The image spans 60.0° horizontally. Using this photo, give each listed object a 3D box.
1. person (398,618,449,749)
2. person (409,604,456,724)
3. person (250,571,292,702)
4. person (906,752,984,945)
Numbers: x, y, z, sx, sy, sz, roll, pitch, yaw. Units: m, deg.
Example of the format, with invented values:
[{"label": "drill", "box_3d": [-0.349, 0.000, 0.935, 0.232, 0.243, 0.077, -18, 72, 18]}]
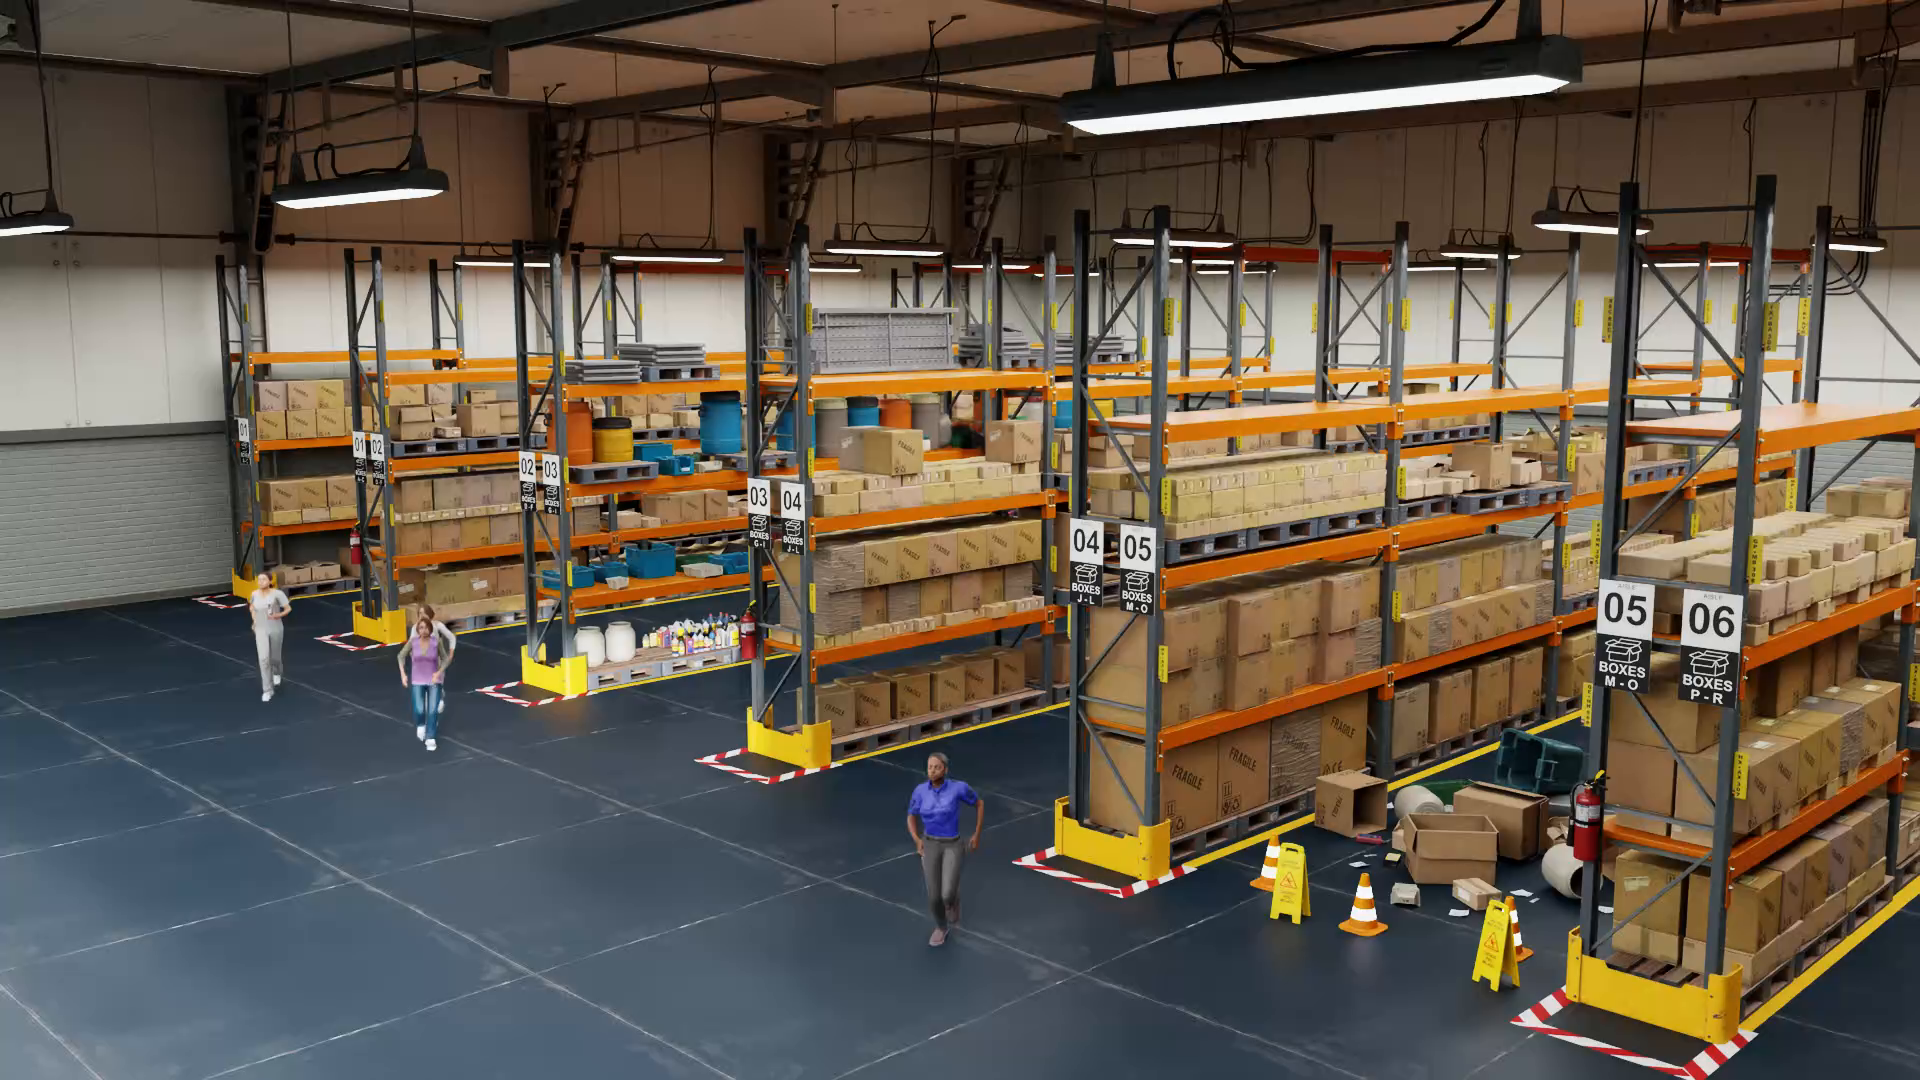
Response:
[{"label": "person", "box_3d": [-6.220, 1.673, 19.314, 0.567, 1.562, 0.562, -2, 8, -16]}, {"label": "person", "box_3d": [-6.443, 1.548, 20.276, 0.562, 1.564, 0.608, 0, 8, -3]}, {"label": "person", "box_3d": [-9.127, 1.230, 22.030, 0.558, 1.681, 0.891, -1, 8, -10]}, {"label": "person", "box_3d": [-0.139, 2.500, 13.354, 0.602, 1.613, 0.598, 2, 8, 13]}]
